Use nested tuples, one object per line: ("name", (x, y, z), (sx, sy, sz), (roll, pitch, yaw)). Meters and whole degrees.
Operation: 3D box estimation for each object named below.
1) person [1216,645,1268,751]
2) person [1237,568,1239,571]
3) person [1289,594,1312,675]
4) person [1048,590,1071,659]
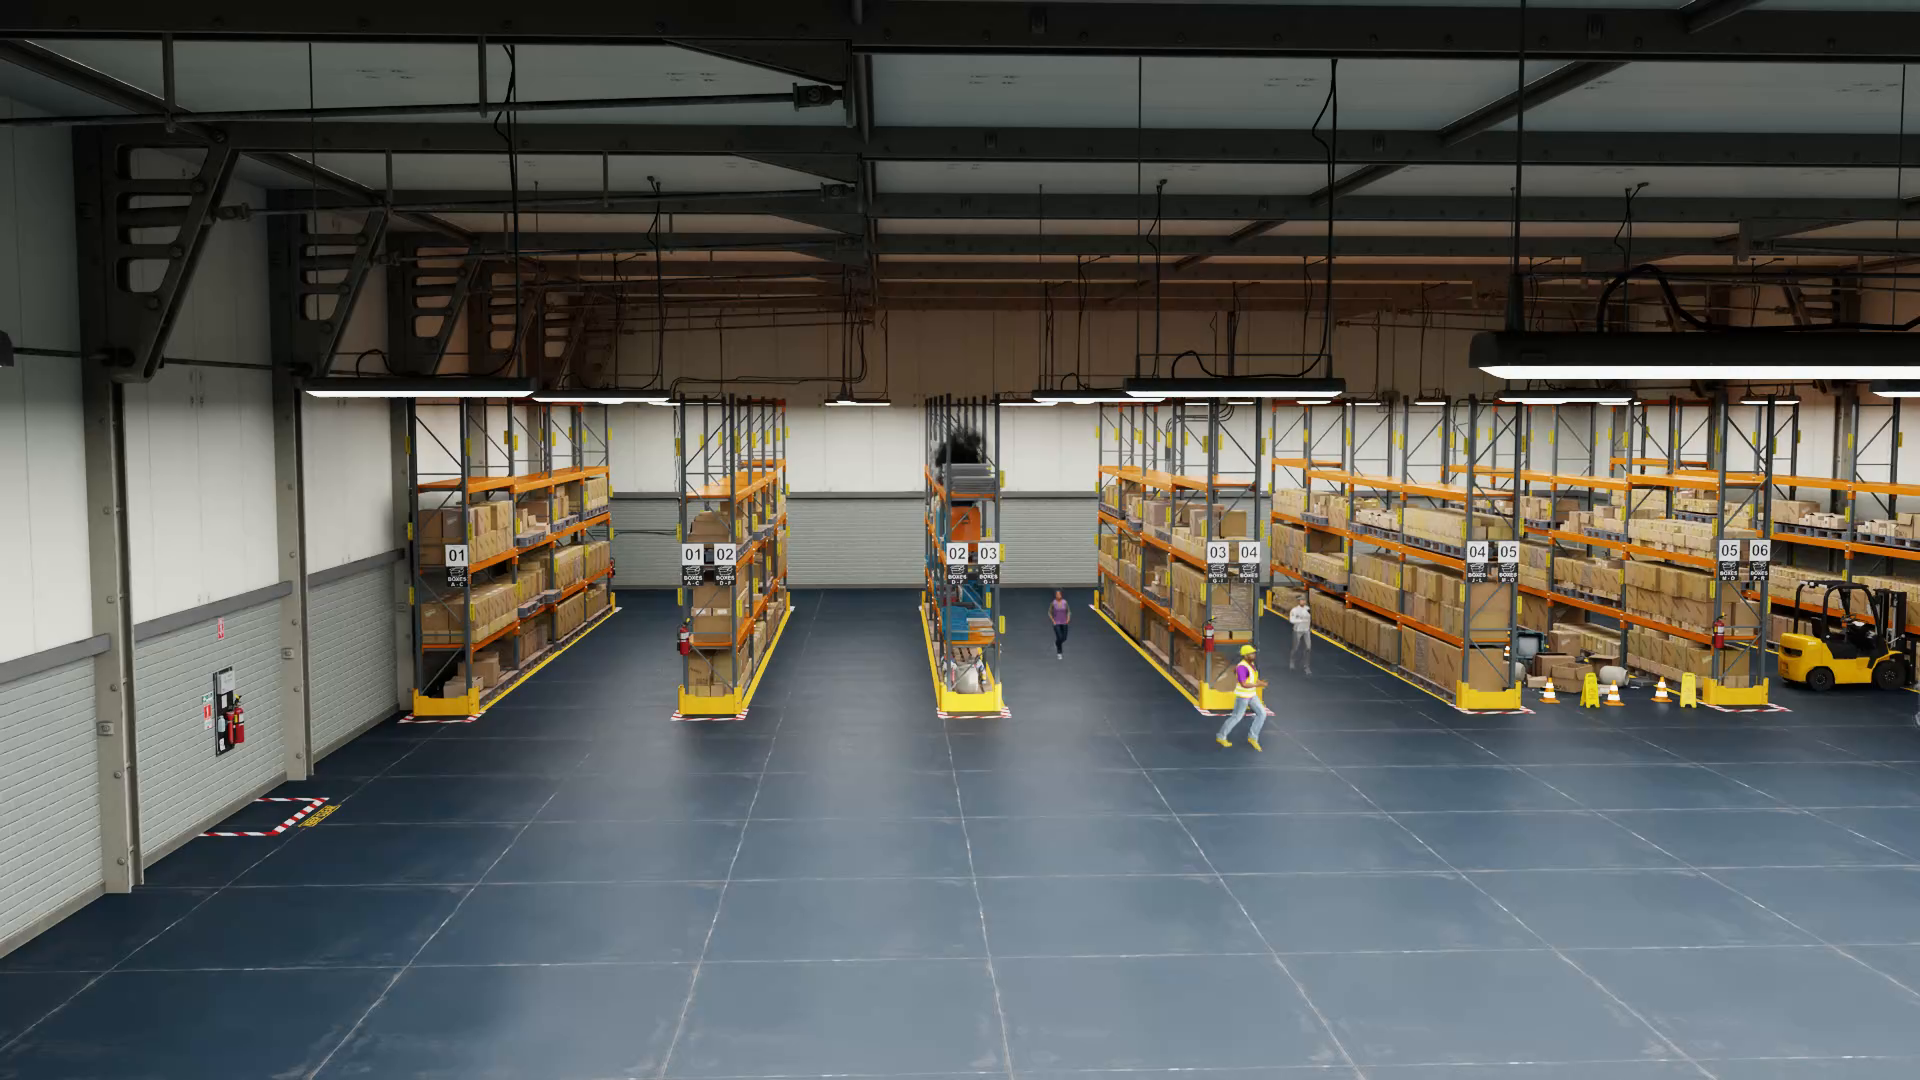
("person", (4.774, 2.644, 27.871), (0.894, 1.800, 0.710), (3, 5, 33))
("person", (8.333, 1.084, 48.917), (0.563, 1.570, 0.744), (-2, 5, -26))
("person", (7.383, 2.030, 36.057), (0.600, 1.764, 0.780), (-1, 5, -13))
("person", (2.280, 1.931, 38.269), (0.537, 1.568, 0.498), (-1, 5, -7))
